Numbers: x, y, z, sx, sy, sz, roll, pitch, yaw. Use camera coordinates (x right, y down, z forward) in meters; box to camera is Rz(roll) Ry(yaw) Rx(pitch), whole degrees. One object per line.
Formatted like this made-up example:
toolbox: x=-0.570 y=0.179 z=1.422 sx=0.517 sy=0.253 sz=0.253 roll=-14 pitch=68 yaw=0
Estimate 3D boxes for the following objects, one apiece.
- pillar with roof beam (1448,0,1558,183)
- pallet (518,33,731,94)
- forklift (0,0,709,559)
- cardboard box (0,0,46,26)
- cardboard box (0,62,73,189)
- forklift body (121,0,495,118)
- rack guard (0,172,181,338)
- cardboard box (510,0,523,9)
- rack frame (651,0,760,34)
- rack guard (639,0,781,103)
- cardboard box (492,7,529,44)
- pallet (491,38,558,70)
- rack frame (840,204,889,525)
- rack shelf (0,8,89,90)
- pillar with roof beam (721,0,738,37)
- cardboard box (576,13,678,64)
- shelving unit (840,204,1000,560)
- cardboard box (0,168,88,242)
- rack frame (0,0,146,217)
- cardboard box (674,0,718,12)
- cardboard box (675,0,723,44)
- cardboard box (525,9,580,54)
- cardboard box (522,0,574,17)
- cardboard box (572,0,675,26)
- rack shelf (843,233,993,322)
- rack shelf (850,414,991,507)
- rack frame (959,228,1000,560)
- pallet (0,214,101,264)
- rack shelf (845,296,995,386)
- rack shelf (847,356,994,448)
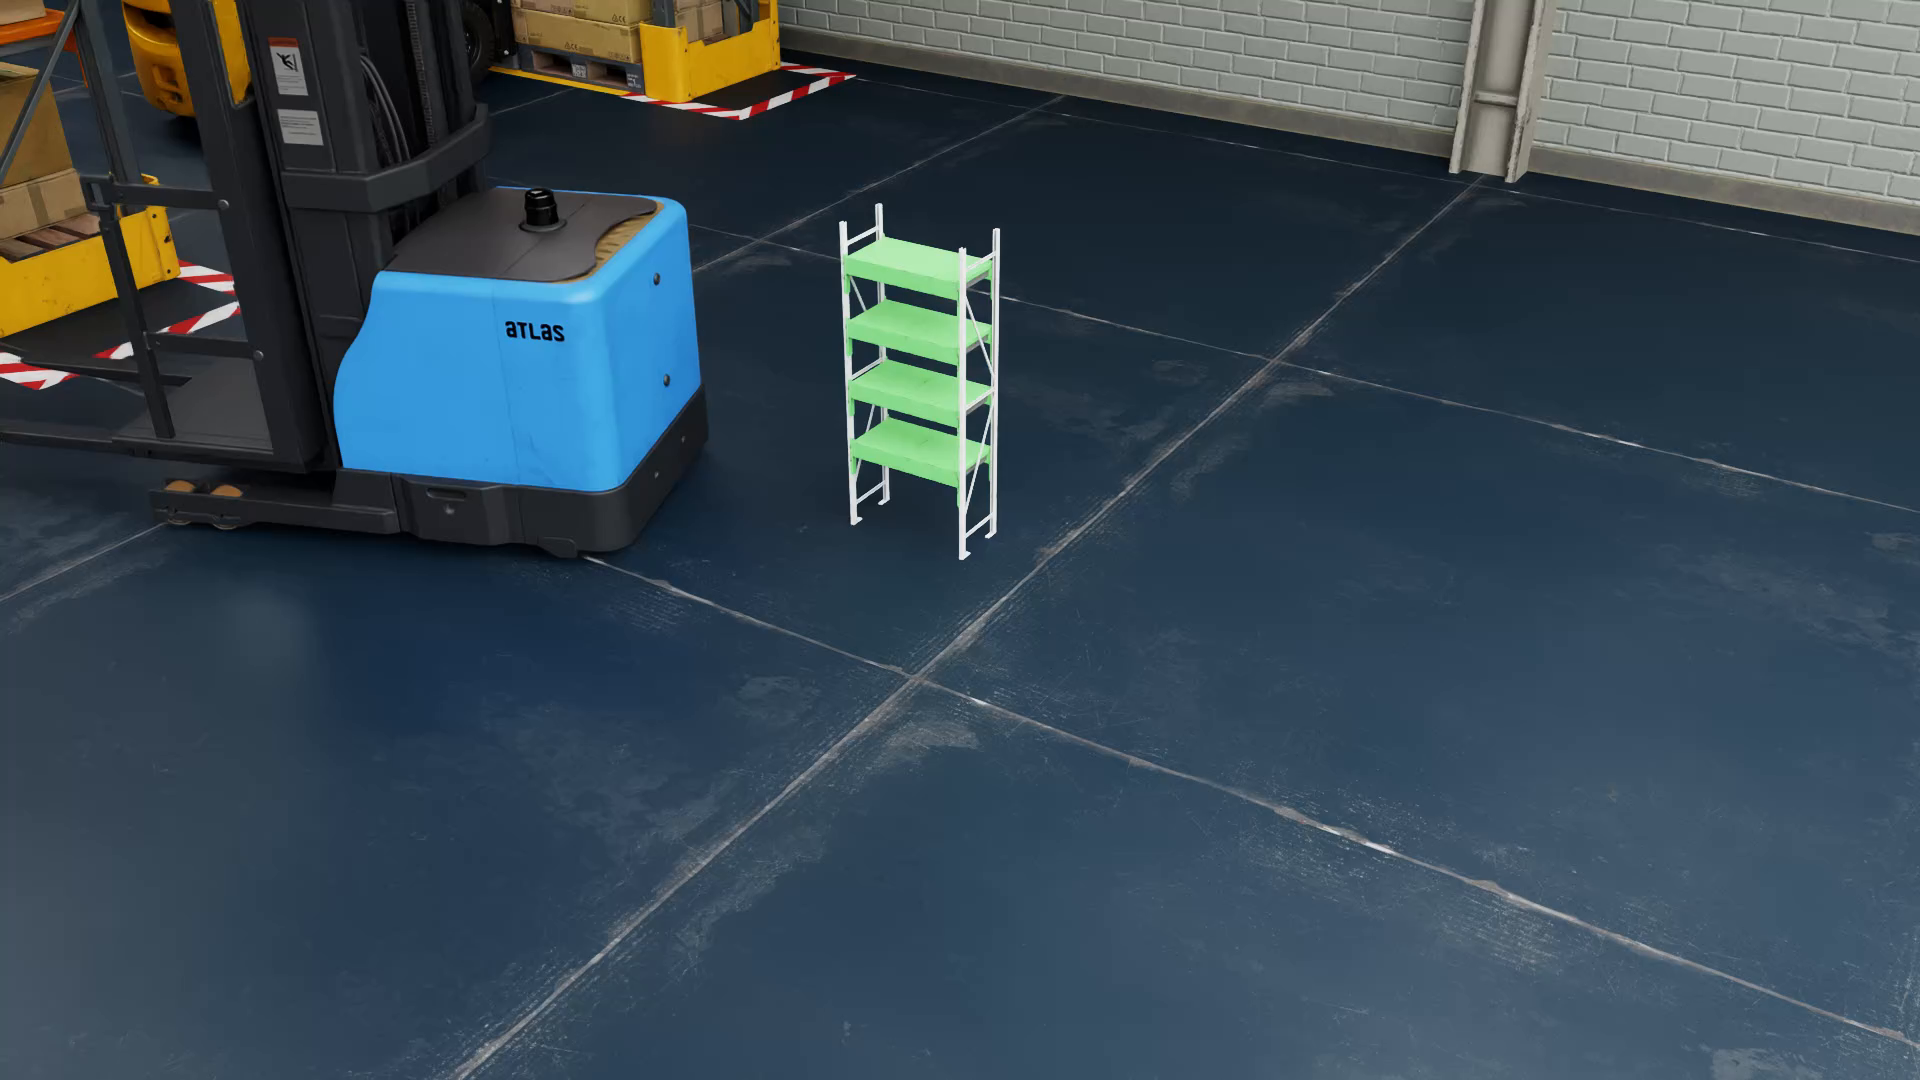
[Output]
pillar with roof beam: x=0.918 y=-4.291 z=4.675 sx=0.400 sy=9.000 sz=9.100 roll=18 pitch=35 yaw=27
pallet: x=-2.435 y=-3.556 z=12.136 sx=1.213 sy=0.211 sz=1.003 roll=18 pitch=35 yaw=27
forklift: x=-2.600 y=-1.558 z=6.011 sx=3.031 sy=2.935 sz=1.130 roll=6 pitch=31 yaw=10
cardboard box: x=-4.578 y=-2.525 z=7.850 sx=0.250 sy=0.149 sz=0.380 roll=18 pitch=35 yaw=28
cardboard box: x=-4.957 y=-2.112 z=8.461 sx=0.500 sy=0.500 sz=0.500 roll=16 pitch=34 yaw=26
forklift body: x=-4.341 y=-3.936 z=10.863 sx=1.214 sy=2.155 sz=2.313 roll=18 pitch=35 yaw=27
rack guard: x=-4.465 y=-1.395 z=8.144 sx=0.348 sy=0.500 sz=1.175 roll=18 pitch=35 yaw=27
cardboard box: x=-3.211 y=-4.048 z=12.028 sx=0.500 sy=0.250 sz=0.500 roll=17 pitch=34 yaw=26
rack frame: x=-1.765 y=-4.573 z=11.113 sx=0.127 sy=3.000 sz=1.000 roll=18 pitch=35 yaw=27
rack guard: x=-1.745 y=-3.487 z=11.731 sx=0.348 sy=0.500 sz=1.175 roll=18 pitch=35 yaw=27
cardboard box: x=-3.166 y=-3.833 z=12.156 sx=0.500 sy=0.250 sz=0.500 roll=18 pitch=35 yaw=28
pallet: x=-3.464 y=-3.883 z=12.697 sx=1.213 sy=0.211 sz=1.003 roll=18 pitch=35 yaw=27
rack frame: x=-0.347 y=-0.628 z=6.136 sx=0.015 sy=1.200 sz=0.240 roll=18 pitch=35 yaw=27
rack shelf: x=-6.095 y=-2.679 z=8.579 sx=4.000 sy=0.370 sz=1.077 roll=18 pitch=35 yaw=27
pillar with roof beam: x=-4.164 y=-5.899 z=7.431 sx=0.400 sy=9.000 sz=9.100 roll=18 pitch=35 yaw=27
cardboard box: x=-2.331 y=-3.558 z=11.684 sx=0.500 sy=0.250 sz=0.500 roll=18 pitch=35 yaw=28
shelving unit: x=-0.140 y=-0.563 z=6.024 sx=0.503 sy=1.200 sz=0.258 roll=18 pitch=35 yaw=27
cardboard box: x=-4.937 y=-1.782 z=8.639 sx=0.500 sy=0.250 sz=0.500 roll=17 pitch=34 yaw=27
rack frame: x=-4.401 y=-2.454 z=7.480 sx=0.127 sy=3.000 sz=1.000 roll=18 pitch=35 yaw=27
cardboard box: x=-2.053 y=-3.998 z=11.942 sx=0.500 sy=0.250 sz=0.500 roll=18 pitch=35 yaw=28
cardboard box: x=-2.077 y=-3.782 z=12.068 sx=0.500 sy=0.250 sz=0.500 roll=18 pitch=35 yaw=28
cardboard box: x=-2.747 y=-3.695 z=11.920 sx=0.500 sy=0.250 sz=0.500 roll=18 pitch=35 yaw=27
cardboard box: x=-2.763 y=-3.919 z=11.807 sx=0.500 sy=0.250 sz=0.500 roll=17 pitch=34 yaw=27
cardboard box: x=-2.343 y=-3.780 z=11.568 sx=0.500 sy=0.250 sz=0.500 roll=17 pitch=34 yaw=27
rack shelf: x=-0.140 y=-0.922 z=5.814 sx=0.480 sy=0.148 sz=0.258 roll=18 pitch=35 yaw=27
rack shelf: x=-0.140 y=-0.300 z=6.177 sx=0.480 sy=0.148 sz=0.258 roll=18 pitch=35 yaw=27
rack frame: x=0.066 y=-0.497 z=5.912 sx=0.015 sy=1.200 sz=0.240 roll=18 pitch=35 yaw=27
pallet: x=-5.134 y=-1.503 z=8.616 sx=1.213 sy=0.211 sz=1.003 roll=18 pitch=35 yaw=27
rack shelf: x=-0.140 y=-0.715 z=5.935 sx=0.480 sy=0.148 sz=0.258 roll=18 pitch=35 yaw=27
rack shelf: x=-0.140 y=-0.507 z=6.056 sx=0.480 sy=0.148 sz=0.258 roll=18 pitch=35 yaw=27
